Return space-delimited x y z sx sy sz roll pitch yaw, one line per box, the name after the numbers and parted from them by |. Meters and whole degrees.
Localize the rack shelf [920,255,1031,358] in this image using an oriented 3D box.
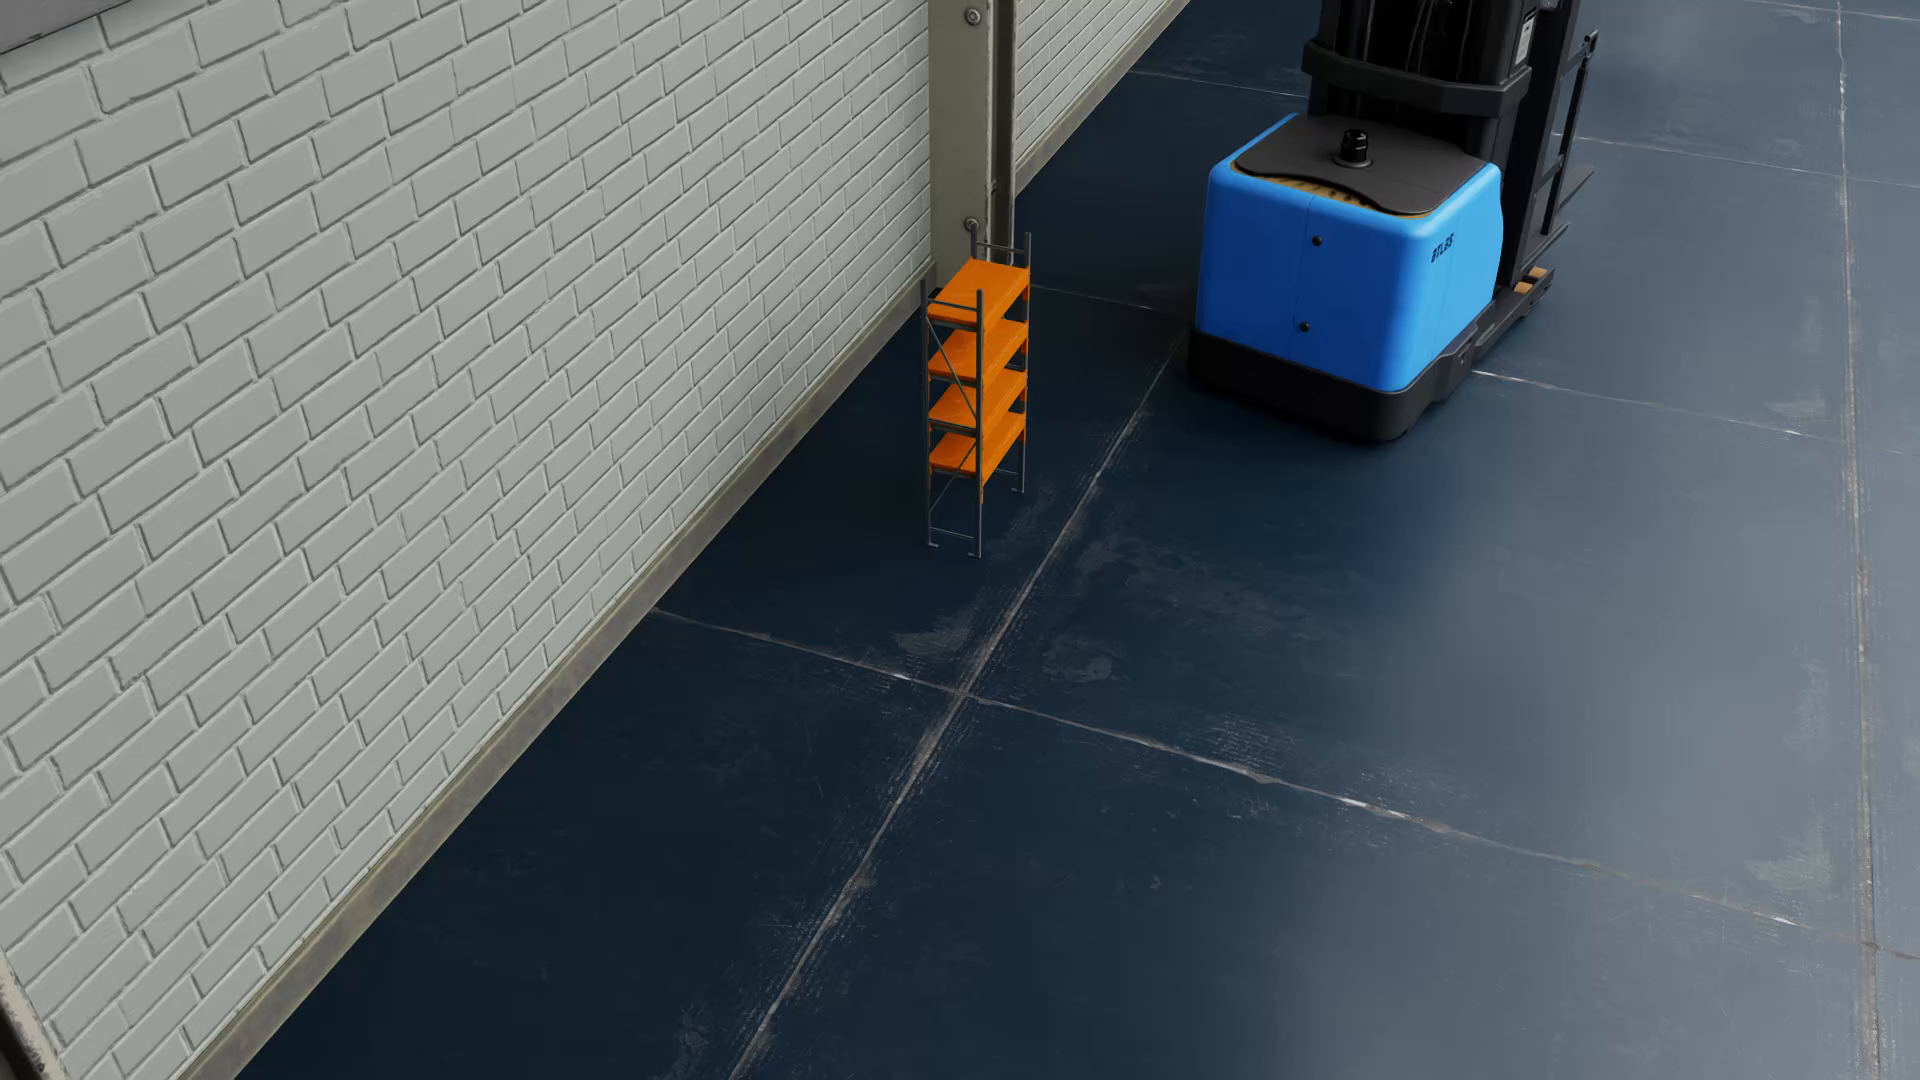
0.063 -0.887 6.278 0.258 0.148 0.480 14 39 18 | rack shelf

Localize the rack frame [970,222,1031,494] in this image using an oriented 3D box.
0.156 -0.707 6.694 0.240 1.200 0.015 14 39 18 | rack frame

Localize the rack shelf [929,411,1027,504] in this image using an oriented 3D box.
0.063 -0.359 6.673 0.258 0.148 0.480 14 39 18 | rack shelf

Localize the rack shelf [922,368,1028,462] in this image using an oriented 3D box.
0.063 -0.518 6.554 0.258 0.148 0.480 14 39 18 | rack shelf

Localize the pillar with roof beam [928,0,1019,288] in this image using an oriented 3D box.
4.045 -3.998 4.582 9.100 9.000 0.400 14 39 18 | pillar with roof beam

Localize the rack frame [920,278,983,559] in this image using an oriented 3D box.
-0.030 -0.437 6.333 0.240 1.200 0.015 14 39 18 | rack frame

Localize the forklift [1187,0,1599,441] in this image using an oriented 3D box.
2.322 -2.438 7.564 1.130 2.935 3.031 24 43 28 | forklift

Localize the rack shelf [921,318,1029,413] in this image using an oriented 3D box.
0.063 -0.698 6.420 0.258 0.148 0.480 14 39 18 | rack shelf

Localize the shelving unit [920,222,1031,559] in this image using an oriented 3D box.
0.063 -0.572 6.513 0.258 1.200 0.503 14 39 18 | shelving unit
